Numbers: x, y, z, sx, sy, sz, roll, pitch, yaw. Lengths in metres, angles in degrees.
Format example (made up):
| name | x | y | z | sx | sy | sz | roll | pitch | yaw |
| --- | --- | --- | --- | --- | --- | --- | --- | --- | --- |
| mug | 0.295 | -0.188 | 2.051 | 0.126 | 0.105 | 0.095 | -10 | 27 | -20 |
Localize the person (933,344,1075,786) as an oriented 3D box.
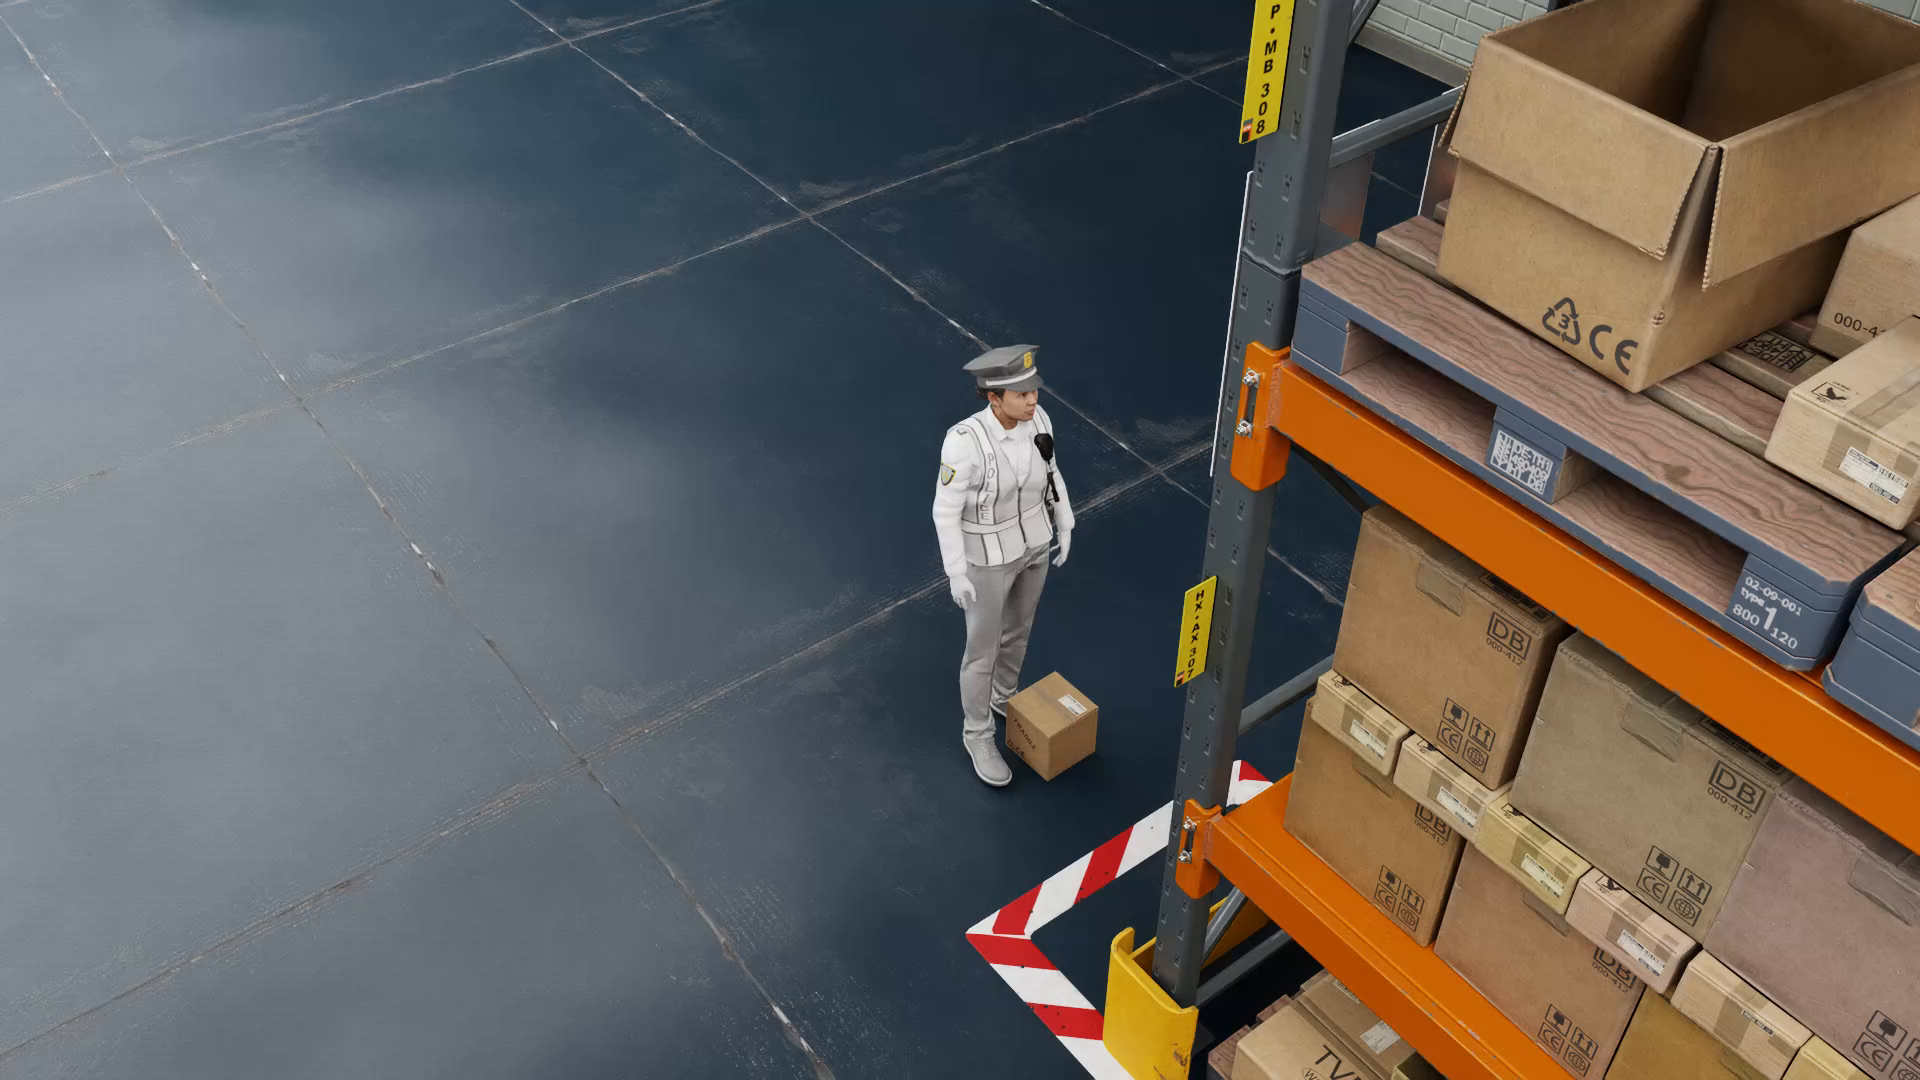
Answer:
| name | x | y | z | sx | sy | sz | roll | pitch | yaw |
| --- | --- | --- | --- | --- | --- | --- | --- | --- | --- |
| person | 0.204 | 0.066 | 6.040 | 0.588 | 1.696 | 0.531 | -26 | 47 | -27 |
